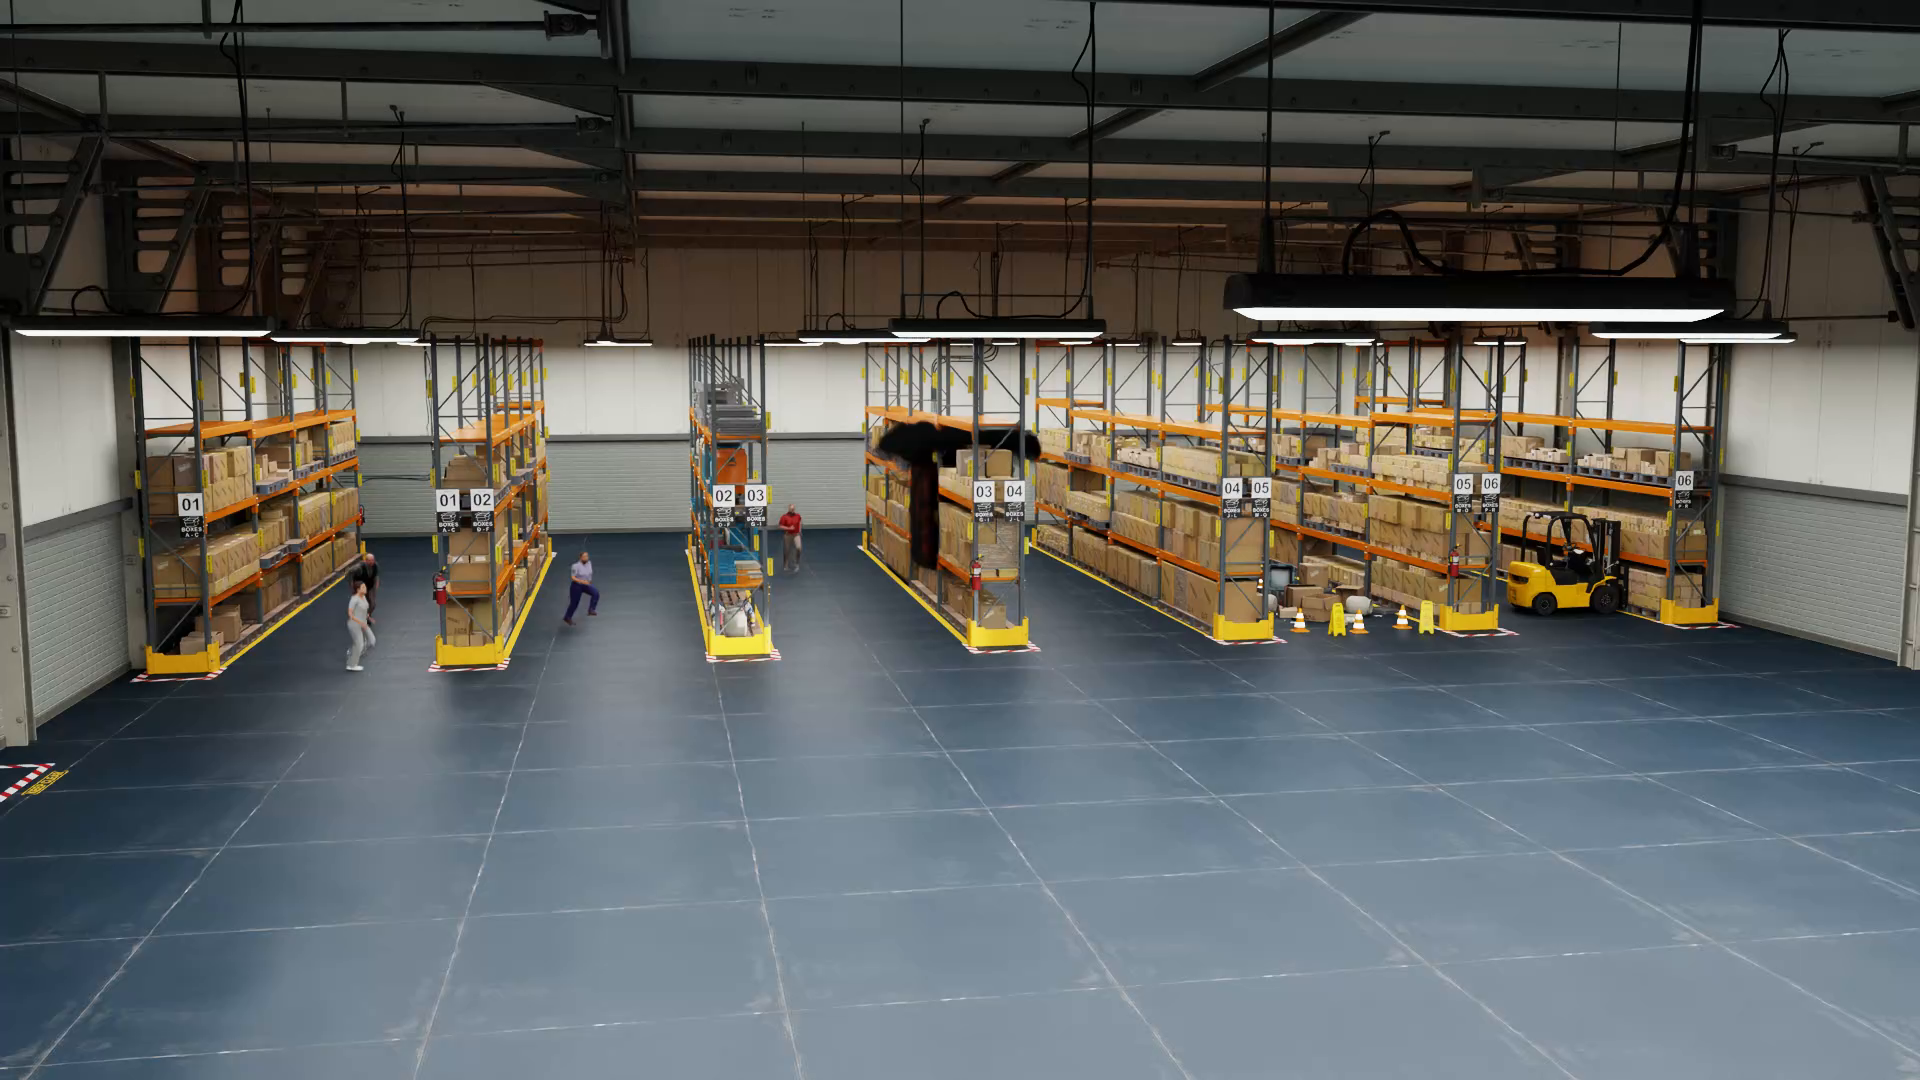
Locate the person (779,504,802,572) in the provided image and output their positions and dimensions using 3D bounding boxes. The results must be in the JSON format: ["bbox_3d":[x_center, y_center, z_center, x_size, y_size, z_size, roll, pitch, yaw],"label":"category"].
[{"bbox_3d":[-4.238,-0.060,41.740,0.627,1.700,0.881,-2,7,-20],"label":"person"}]

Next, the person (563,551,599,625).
[{"bbox_3d":[-7.764,0.990,34.061,0.983,1.589,0.570,6,9,44],"label":"person"}]

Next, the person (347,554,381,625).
[{"bbox_3d":[-12.374,1.027,34.486,0.680,1.534,0.861,-6,9,-41],"label":"person"}]

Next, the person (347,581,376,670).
[{"bbox_3d":[-10.756,1.528,29.733,0.528,1.619,0.536,2,7,14],"label":"person"}]
